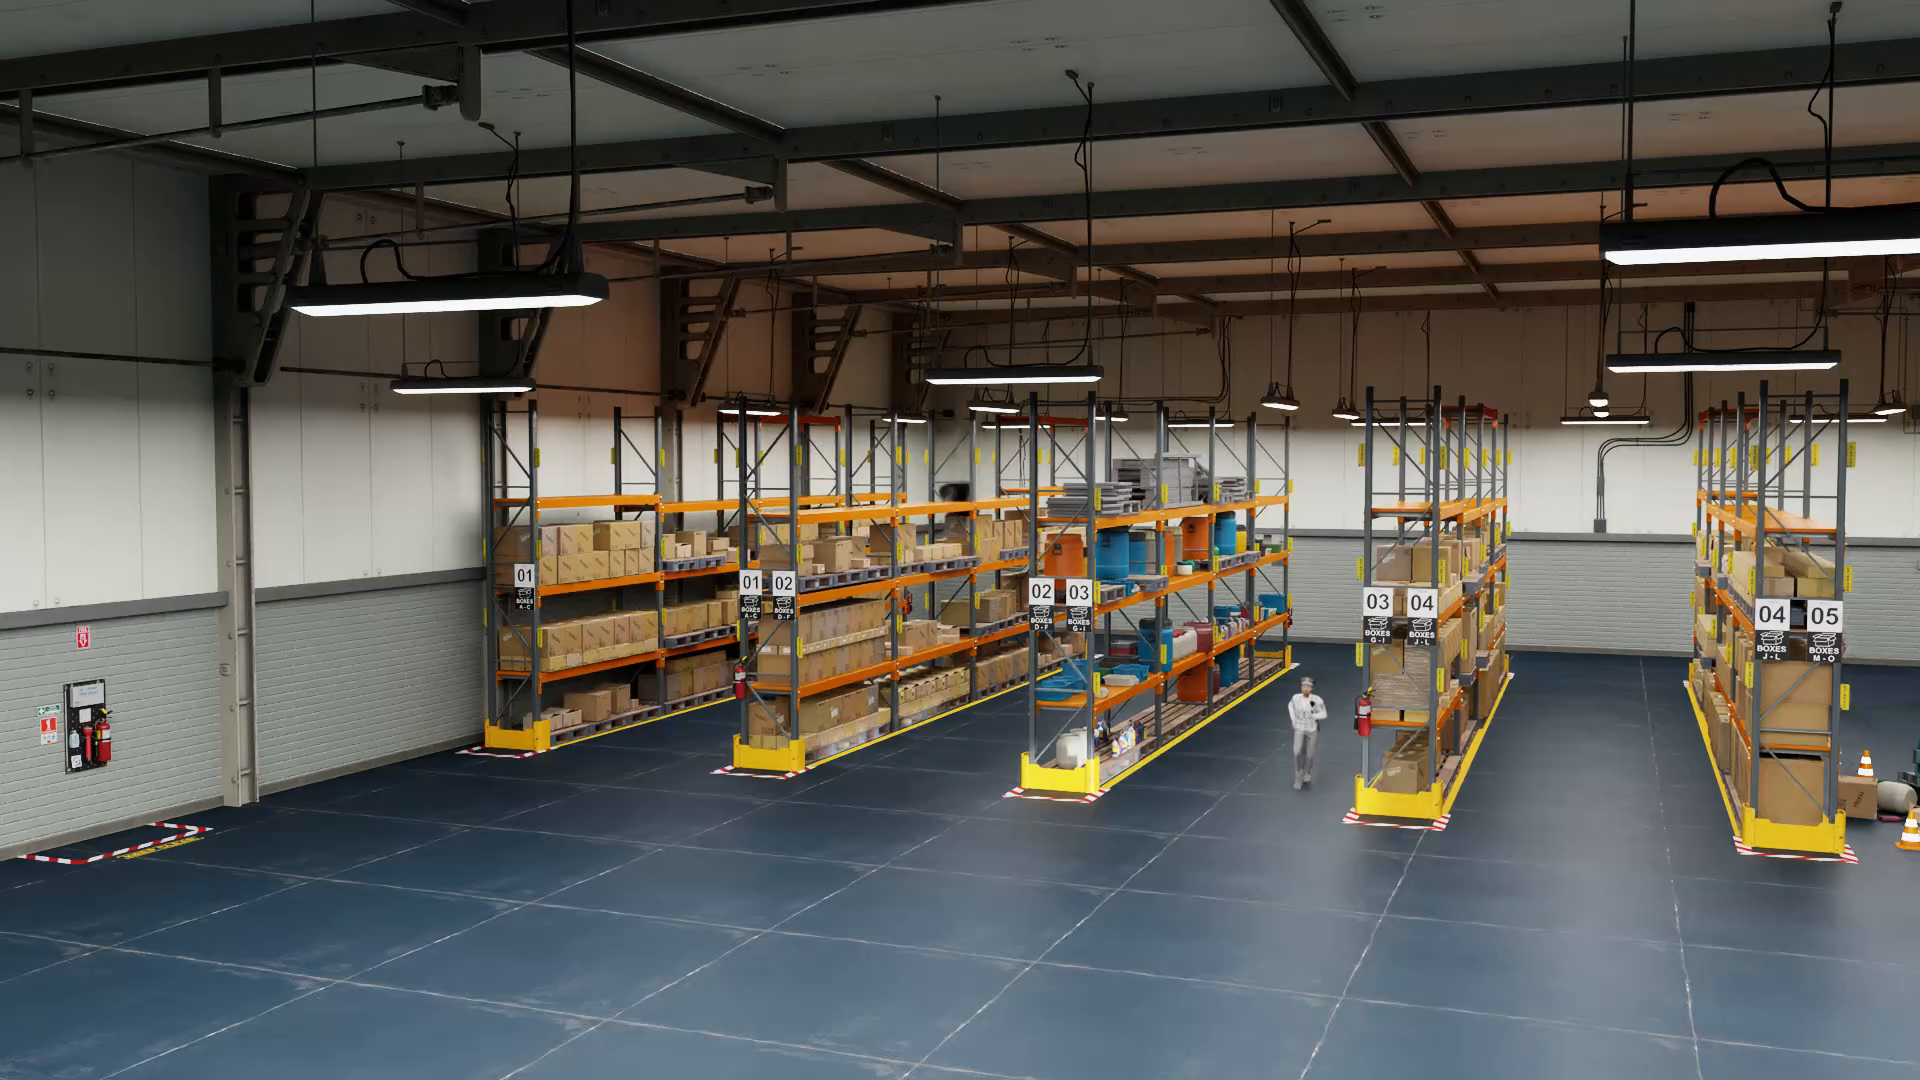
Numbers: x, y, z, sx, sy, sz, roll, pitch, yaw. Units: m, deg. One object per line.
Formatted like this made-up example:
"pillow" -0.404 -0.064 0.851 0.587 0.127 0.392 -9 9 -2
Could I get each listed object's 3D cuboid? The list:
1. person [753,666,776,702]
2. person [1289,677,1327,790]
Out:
"person" -3.517 2.771 29.808 0.571 1.524 0.622 1 3 18
"person" 5.277 2.925 25.265 0.594 1.719 0.763 1 3 16
